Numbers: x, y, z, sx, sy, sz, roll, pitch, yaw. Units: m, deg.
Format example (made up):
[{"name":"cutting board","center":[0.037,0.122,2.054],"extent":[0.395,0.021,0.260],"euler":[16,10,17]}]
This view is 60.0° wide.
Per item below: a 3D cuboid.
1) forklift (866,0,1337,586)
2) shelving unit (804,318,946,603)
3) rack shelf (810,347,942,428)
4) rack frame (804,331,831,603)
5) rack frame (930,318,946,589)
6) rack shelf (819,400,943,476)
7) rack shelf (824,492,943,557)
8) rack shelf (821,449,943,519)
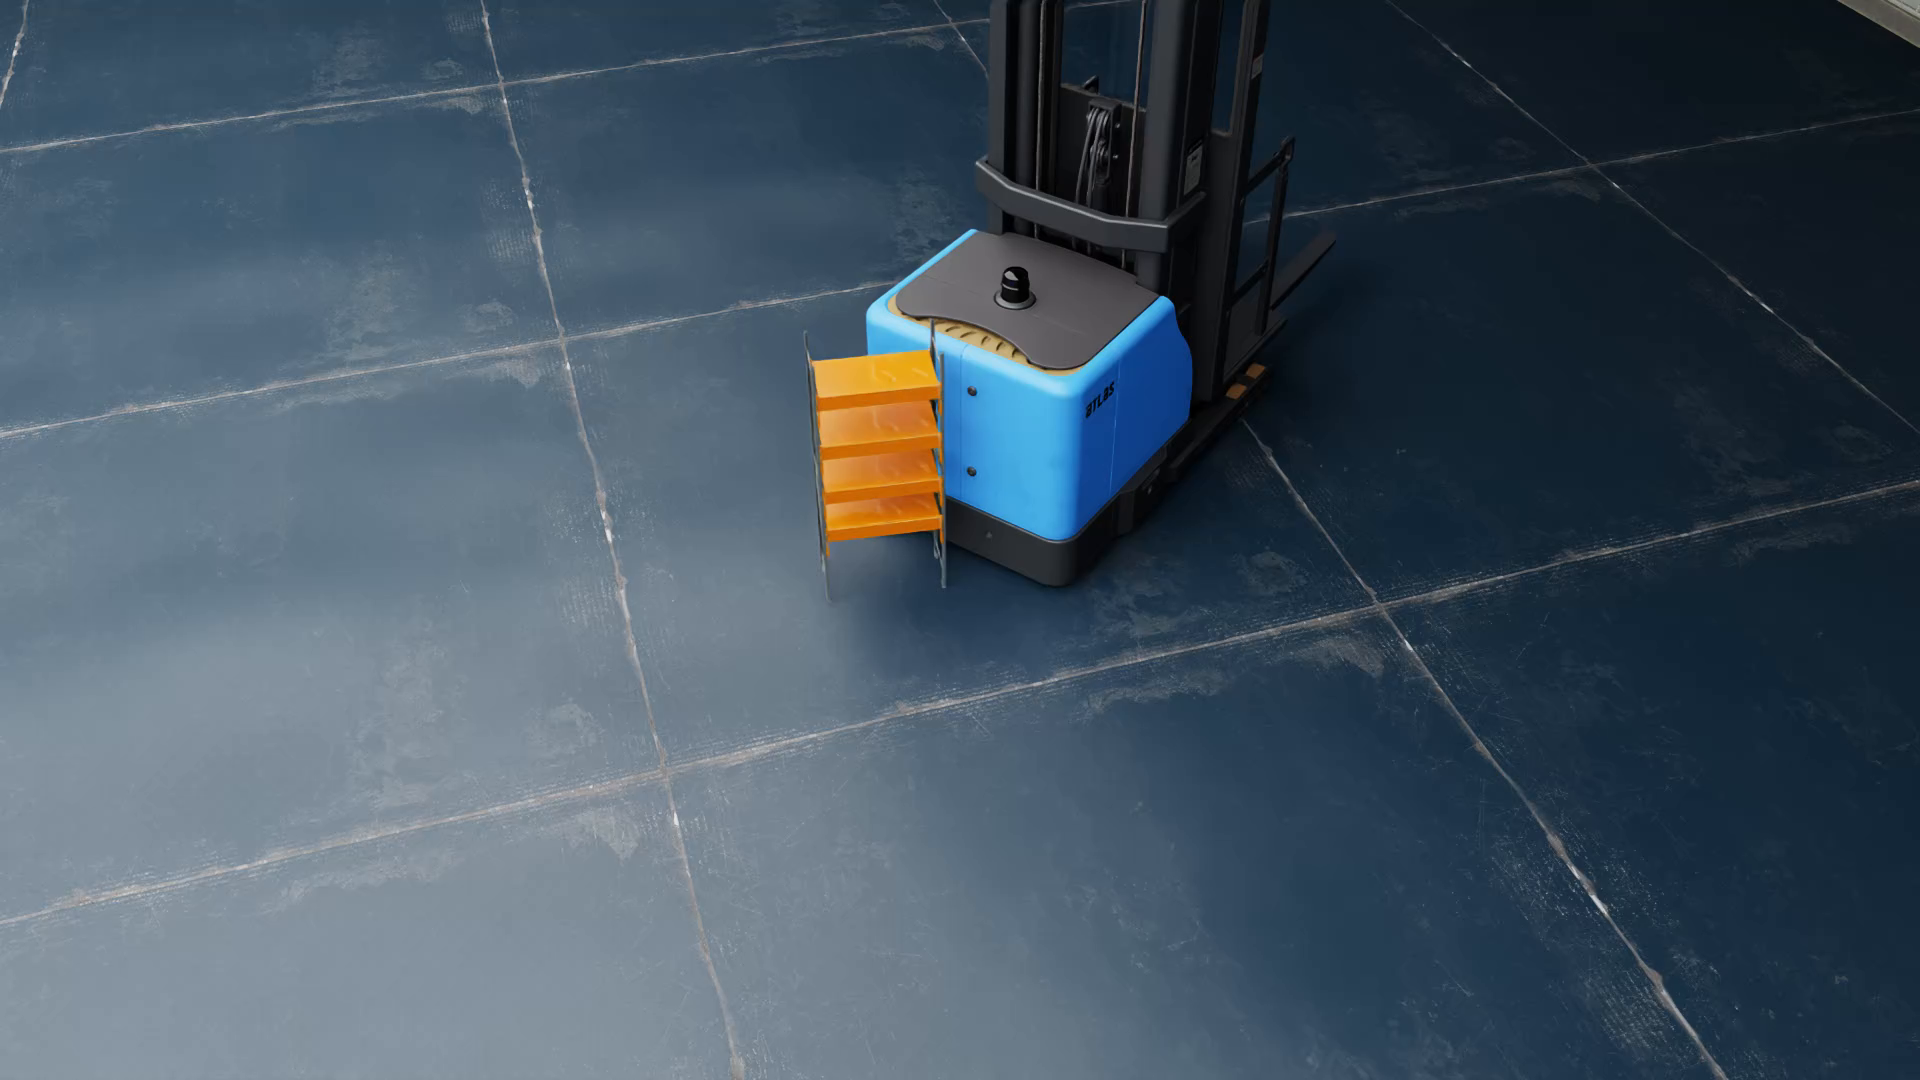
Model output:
[{"name":"forklift","center":[0.853,-1.846,7.135],"extent":[1.130,2.935,3.031],"euler":[24,47,25]},{"name":"shelving unit","center":[-0.327,-0.296,6.676],"extent":[0.503,1.200,0.258],"euler":[-7,42,-8]},{"name":"rack shelf","center":[-0.327,-0.592,6.418],"extent":[0.480,0.148,0.258],"euler":[-7,42,-8]},{"name":"rack frame","center":[-0.567,-0.267,6.644],"extent":[0.015,1.200,0.240],"euler":[-7,42,-8]},{"name":"rack frame","center":[-0.087,-0.324,6.709],"extent":[0.015,1.200,0.240],"euler":[-7,42,-8]},{"name":"rack shelf","center":[-0.327,-0.413,6.573],"extent":[0.480,0.148,0.258],"euler":[-7,42,-8]},{"name":"rack shelf","center":[-0.327,-0.095,6.851],"extent":[0.480,0.148,0.258],"euler":[-7,42,-8]},{"name":"rack shelf","center":[-0.327,-0.245,6.721],"extent":[0.480,0.148,0.258],"euler":[-7,42,-8]}]
